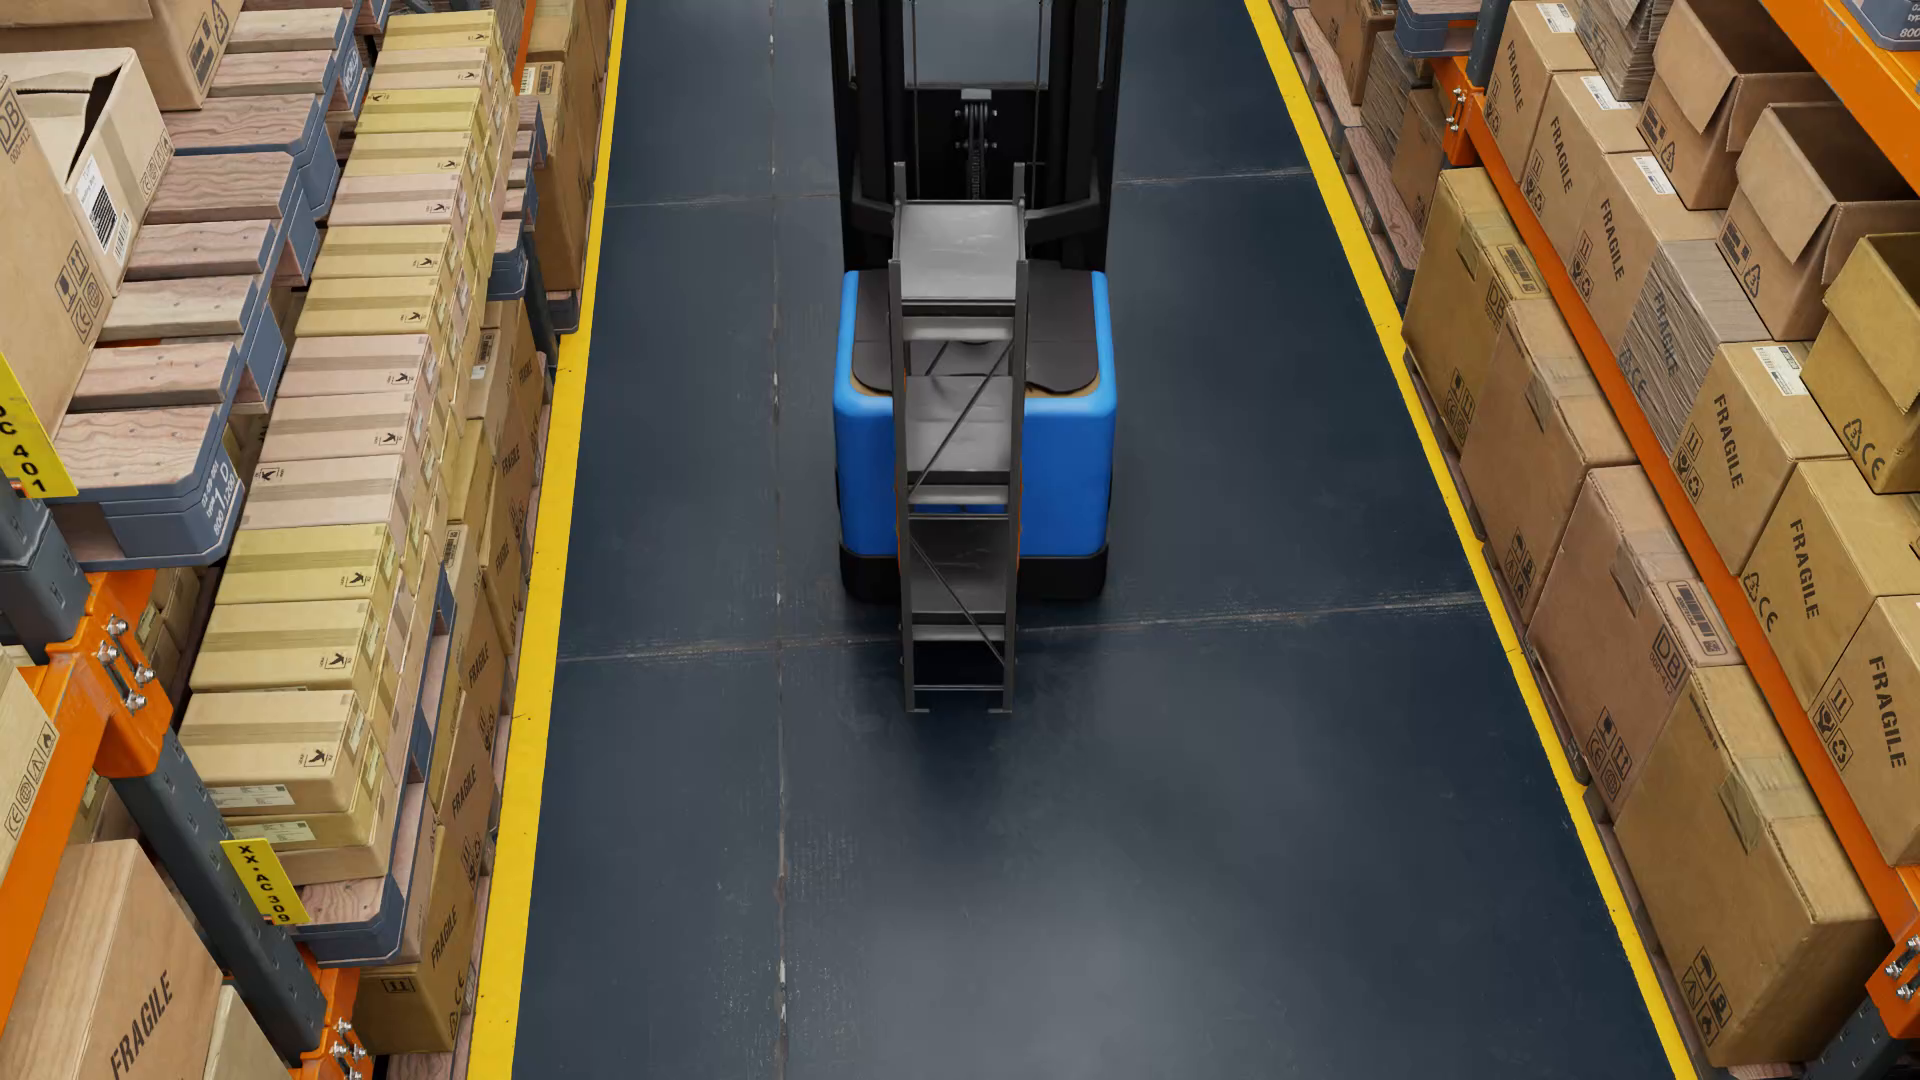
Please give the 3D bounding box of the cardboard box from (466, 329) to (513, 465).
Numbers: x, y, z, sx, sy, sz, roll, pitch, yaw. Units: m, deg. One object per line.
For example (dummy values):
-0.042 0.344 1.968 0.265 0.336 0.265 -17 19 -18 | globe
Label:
-1.980 -0.528 6.236 0.500 0.250 0.500 -3 47 -3 | cardboard box

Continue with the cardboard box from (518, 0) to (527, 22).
-2.165 -2.572 7.187 0.500 0.500 0.500 -4 47 -4 | cardboard box

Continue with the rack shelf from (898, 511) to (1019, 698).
-0.003 0.240 6.196 0.431 0.518 0.480 0 47 0 | rack shelf

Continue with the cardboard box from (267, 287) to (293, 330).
-2.421 -0.774 5.437 0.380 0.149 0.250 -2 47 -2 | cardboard box

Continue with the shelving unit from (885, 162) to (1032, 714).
-0.003 -0.251 5.678 0.431 2.100 0.503 0 47 0 | shelving unit

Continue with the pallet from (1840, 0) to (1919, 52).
2.803 -1.752 4.544 1.003 0.211 1.213 -2 47 -1 | pallet

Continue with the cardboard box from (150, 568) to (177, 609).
-2.315 0.062 4.441 0.380 0.149 0.250 -5 47 -5 | cardboard box

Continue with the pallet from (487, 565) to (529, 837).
-2.188 0.576 6.195 1.003 0.211 1.213 -3 47 -3 | pallet

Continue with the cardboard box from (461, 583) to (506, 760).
-1.917 0.469 5.809 0.500 0.500 0.500 -3 47 -3 | cardboard box

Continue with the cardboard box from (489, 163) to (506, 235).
-1.811 -1.192 5.833 0.380 0.149 0.250 -3 47 -3 | cardboard box

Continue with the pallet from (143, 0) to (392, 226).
-2.052 -1.105 3.930 1.213 0.211 1.003 -3 47 -3 | pallet

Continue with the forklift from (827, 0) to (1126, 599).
0.062 -1.825 6.596 1.130 2.935 3.031 0 47 0 | forklift

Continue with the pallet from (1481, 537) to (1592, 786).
2.690 0.358 6.402 1.003 0.211 1.213 -3 47 -3 | pallet

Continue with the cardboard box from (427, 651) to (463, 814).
-1.862 0.587 5.181 0.500 0.250 0.500 -2 47 -2 | cardboard box

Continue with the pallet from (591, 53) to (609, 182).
-2.441 -2.325 8.943 1.003 0.211 1.213 -3 47 -3 | pallet

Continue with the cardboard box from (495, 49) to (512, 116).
-1.856 -1.659 6.071 0.380 0.149 0.250 -3 47 -2 | cardboard box

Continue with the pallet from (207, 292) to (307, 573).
-2.145 -0.333 5.268 1.003 0.211 1.213 -3 47 -3 | pallet

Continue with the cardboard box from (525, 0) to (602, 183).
-2.389 -2.278 8.238 1.050 0.750 0.750 -3 47 -3 | cardboard box

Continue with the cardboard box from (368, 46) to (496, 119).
-1.835 -1.583 5.793 0.380 0.149 0.250 -4 47 -4 | cardboard box

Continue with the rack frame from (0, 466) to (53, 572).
-2.016 -0.997 1.633 1.000 3.000 0.127 -3 47 -3 | rack frame

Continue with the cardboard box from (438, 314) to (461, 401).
-1.724 -0.539 5.010 0.380 0.149 0.250 -4 47 -4 | cardboard box

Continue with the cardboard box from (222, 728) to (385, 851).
-1.591 0.592 3.939 0.380 0.149 0.250 -3 47 -3 | cardboard box

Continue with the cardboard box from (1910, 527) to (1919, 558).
2.873 -0.004 4.064 0.797 0.503 0.637 -5 47 -4 | cardboard box

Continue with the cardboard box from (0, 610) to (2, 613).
-2.288 0.143 4.159 0.380 0.149 0.250 -5 47 -5 | cardboard box

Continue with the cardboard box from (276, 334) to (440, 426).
-1.700 -0.445 4.716 0.380 0.149 0.250 -2 47 -2 | cardboard box

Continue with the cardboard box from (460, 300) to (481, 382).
-1.750 -0.629 5.300 0.380 0.149 0.250 -2 47 -2 | cardboard box

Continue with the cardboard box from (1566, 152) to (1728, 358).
2.461 -0.980 5.679 0.500 0.500 0.500 -4 47 -4 | cardboard box

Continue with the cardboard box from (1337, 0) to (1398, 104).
2.410 -2.642 8.742 0.700 0.500 0.500 0 47 0 | cardboard box

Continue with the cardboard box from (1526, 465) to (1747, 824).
2.785 0.315 5.696 1.225 0.875 0.875 -5 47 -5 | cardboard box

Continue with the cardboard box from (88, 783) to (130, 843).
-2.247 0.732 4.011 0.380 0.149 0.250 -4 47 -4 | cardboard box

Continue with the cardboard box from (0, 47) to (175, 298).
-1.881 -0.729 3.217 0.500 0.311 0.500 -4 47 -4 | cardboard box

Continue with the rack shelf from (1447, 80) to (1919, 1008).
2.767 -0.362 5.659 1.077 0.370 4.000 -3 47 -3 | rack shelf

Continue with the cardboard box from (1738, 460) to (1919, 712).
2.589 0.123 4.636 0.500 0.500 0.500 -2 47 -2 | cardboard box

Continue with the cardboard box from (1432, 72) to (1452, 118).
2.514 -2.089 7.702 0.500 0.250 0.500 -2 47 -2 | cardboard box

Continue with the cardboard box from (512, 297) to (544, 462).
-2.036 -0.653 6.872 0.500 0.500 0.500 -4 47 -3 | cardboard box

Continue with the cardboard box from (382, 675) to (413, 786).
-1.620 0.494 4.236 0.380 0.149 0.250 -3 47 -3 | cardboard box

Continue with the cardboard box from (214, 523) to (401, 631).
-1.639 0.103 4.197 0.380 0.149 0.250 -3 47 -3 | cardboard box

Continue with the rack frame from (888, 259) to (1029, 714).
-0.005 -0.074 5.510 0.400 2.100 0.015 0 47 0 | rack frame

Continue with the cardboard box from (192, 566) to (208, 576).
-2.338 -0.018 4.722 0.380 0.149 0.250 -5 47 -5 | cardboard box

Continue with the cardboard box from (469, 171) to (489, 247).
-1.787 -1.095 5.536 0.380 0.149 0.250 -3 47 -3 | cardboard box

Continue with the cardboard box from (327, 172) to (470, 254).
-1.772 -1.025 5.266 0.380 0.149 0.250 -3 47 -3 | cardboard box

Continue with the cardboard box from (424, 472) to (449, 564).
-1.679 -0.053 4.754 0.380 0.149 0.250 -5 47 -5 | cardboard box

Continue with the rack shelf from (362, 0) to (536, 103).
-2.519 -3.028 8.184 1.077 0.370 4.000 -3 47 -3 | rack shelf

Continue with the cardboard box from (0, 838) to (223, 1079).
-1.708 0.909 2.998 0.500 0.500 0.500 -5 47 -5 | cardboard box

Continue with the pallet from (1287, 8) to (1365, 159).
2.437 -2.544 9.151 1.003 0.211 1.213 -3 47 -3 | pallet

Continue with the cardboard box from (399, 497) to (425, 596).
-1.659 0.030 4.471 0.380 0.149 0.250 -5 47 -5 | cardboard box

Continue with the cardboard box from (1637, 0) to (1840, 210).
2.697 -1.435 5.419 0.797 0.503 0.637 -3 47 -2 | cardboard box

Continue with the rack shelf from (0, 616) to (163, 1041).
-1.849 1.728 1.613 1.077 0.370 4.000 -3 47 -3 | rack shelf
